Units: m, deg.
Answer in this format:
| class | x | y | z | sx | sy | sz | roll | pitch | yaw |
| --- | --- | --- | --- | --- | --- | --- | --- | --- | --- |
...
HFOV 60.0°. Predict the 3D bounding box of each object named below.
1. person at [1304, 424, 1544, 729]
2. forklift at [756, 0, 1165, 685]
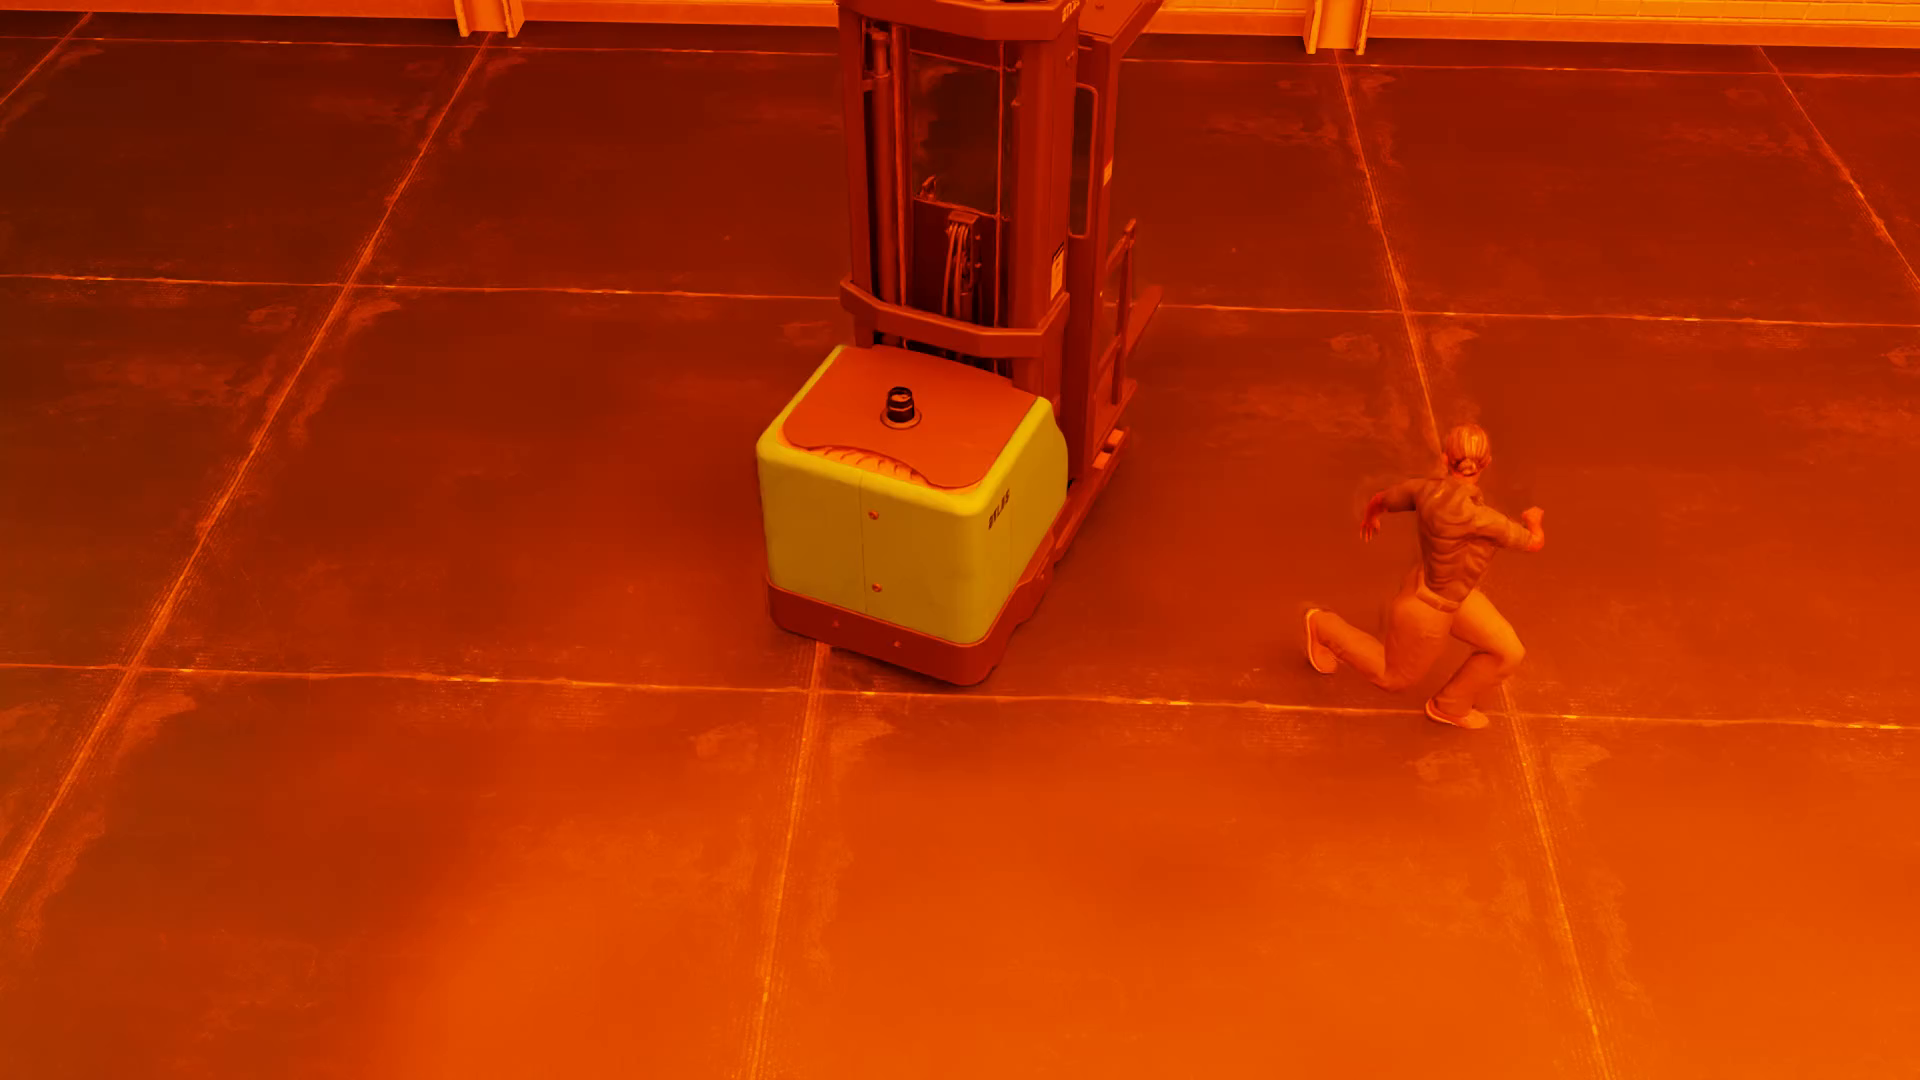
| class | x | y | z | sx | sy | sz | roll | pitch | yaw |
| --- | --- | --- | --- | --- | --- | --- | --- | --- | --- |
| person | 1.906 | 0.129 | 6.781 | 0.895 | 1.429 | 0.625 | 14 | 44 | 15 |
| forklift | 0.203 | -1.460 | 7.341 | 1.130 | 2.935 | 3.031 | 16 | 45 | 17 |
